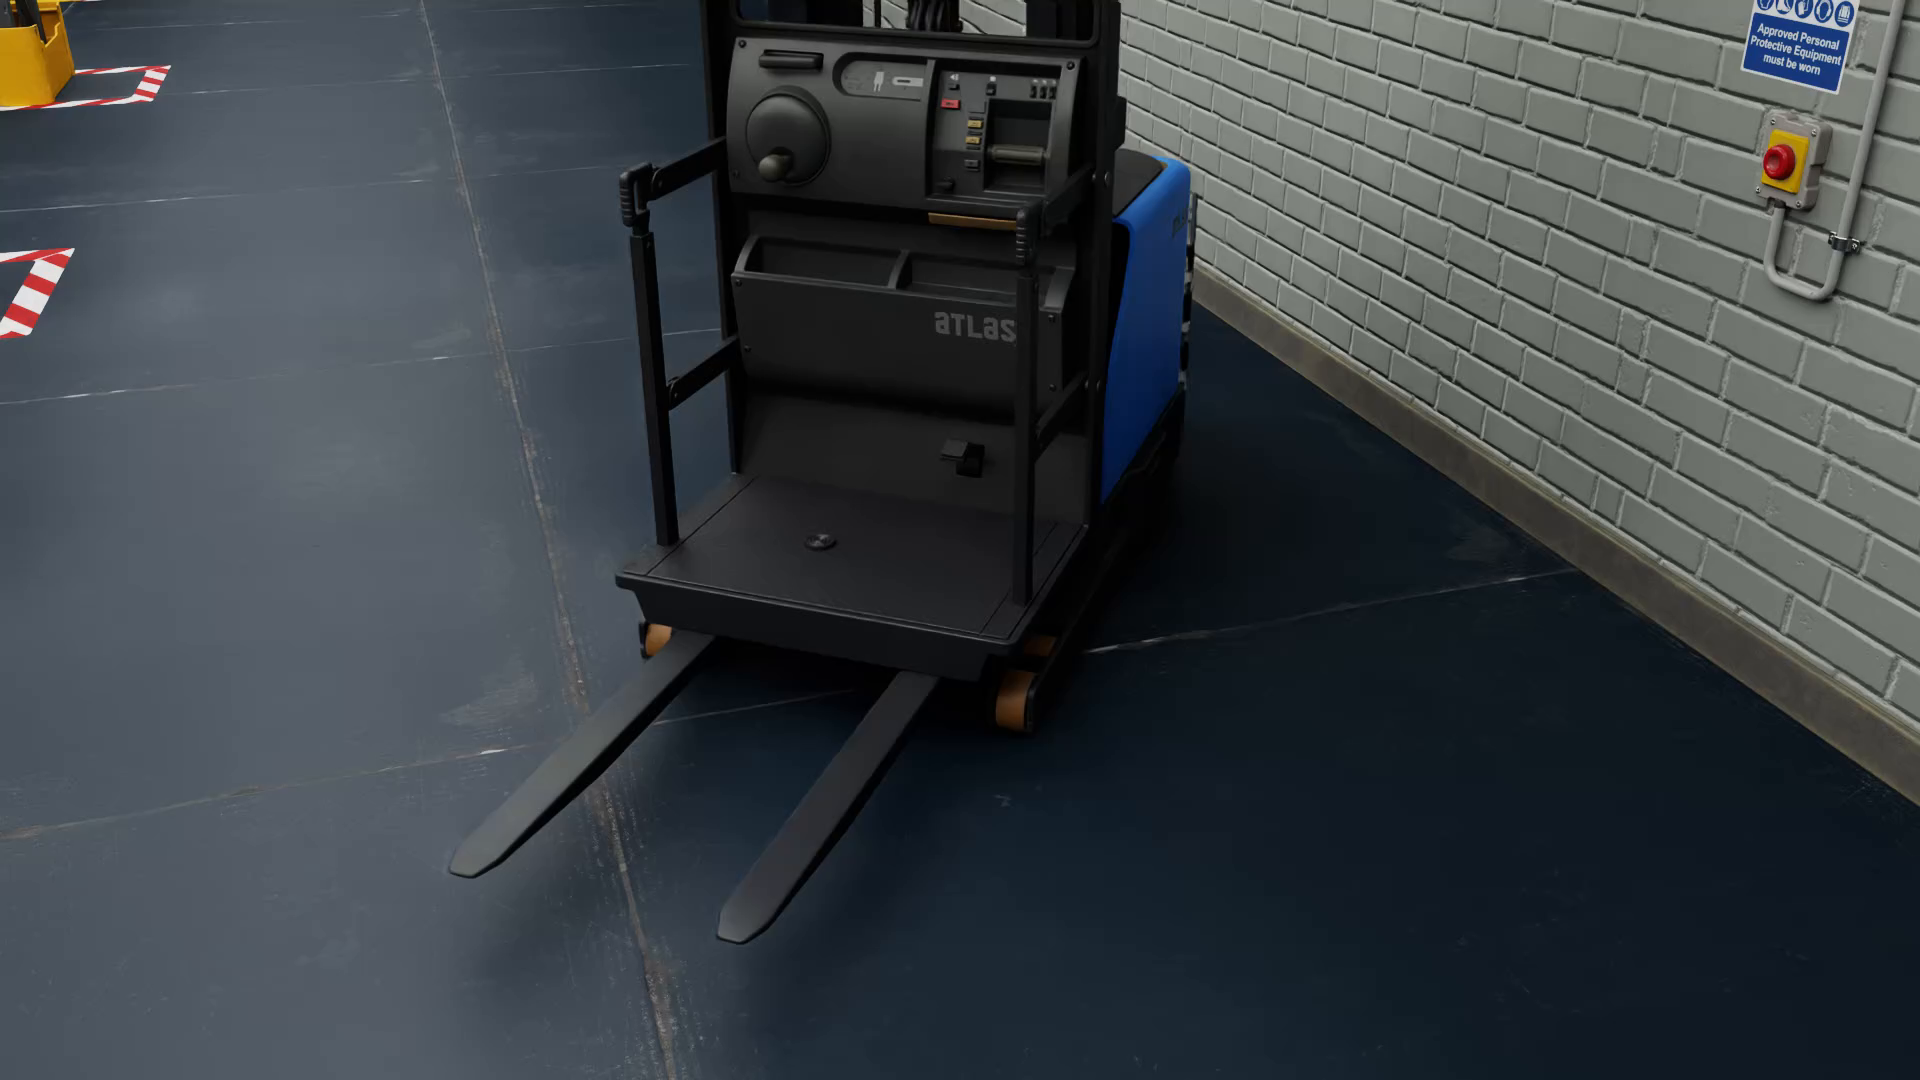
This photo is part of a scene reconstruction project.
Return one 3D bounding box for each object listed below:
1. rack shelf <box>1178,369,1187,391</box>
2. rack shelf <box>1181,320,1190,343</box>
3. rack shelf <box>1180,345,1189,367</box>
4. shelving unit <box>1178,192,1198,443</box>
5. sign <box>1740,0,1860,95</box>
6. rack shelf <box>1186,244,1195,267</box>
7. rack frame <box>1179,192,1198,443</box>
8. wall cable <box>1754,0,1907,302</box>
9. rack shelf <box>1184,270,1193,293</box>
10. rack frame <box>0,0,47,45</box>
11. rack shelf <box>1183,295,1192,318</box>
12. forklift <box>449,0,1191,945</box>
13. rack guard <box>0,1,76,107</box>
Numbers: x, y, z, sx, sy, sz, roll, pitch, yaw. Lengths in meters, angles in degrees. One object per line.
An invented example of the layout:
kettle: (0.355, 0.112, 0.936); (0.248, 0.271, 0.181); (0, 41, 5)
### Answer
rack shelf: (0.645, -0.583, 5.889); (0.200, 0.077, 0.258); (-15, 30, -28)
rack shelf: (0.645, -0.744, 5.810); (0.200, 0.077, 0.258); (-15, 30, -28)
rack shelf: (0.645, -0.663, 5.850); (0.200, 0.077, 0.258); (-15, 30, -28)
shelving unit: (0.645, -0.774, 5.795); (0.210, 0.900, 0.258); (-15, 30, -28)
sign: (2.031, -1.221, 4.032); (0.001, 0.218, 0.327); (-8, 28, -16)
rack shelf: (0.644, -0.987, 5.691); (0.200, 0.077, 0.258); (-15, 30, -28)
rack frame: (0.731, -0.798, 5.843); (0.006, 0.900, 0.240); (-15, 30, -28)
wall cable: (1.987, -1.540, 3.801); (0.123, 1.953, 0.585); (-8, 28, -16)
rack shelf: (0.644, -0.906, 5.731); (0.200, 0.077, 0.258); (-15, 30, -28)
rack frame: (-6.436, -4.475, 10.890); (0.127, 3.000, 1.000); (-8, 28, -16)
rack shelf: (0.644, -0.825, 5.771); (0.200, 0.077, 0.258); (-15, 30, -28)
forklift: (-0.224, -1.023, 4.015); (1.130, 2.935, 3.031); (9, 28, 17)
rack guard: (-6.413, -3.358, 11.453); (0.348, 0.500, 1.175); (-8, 28, -16)
